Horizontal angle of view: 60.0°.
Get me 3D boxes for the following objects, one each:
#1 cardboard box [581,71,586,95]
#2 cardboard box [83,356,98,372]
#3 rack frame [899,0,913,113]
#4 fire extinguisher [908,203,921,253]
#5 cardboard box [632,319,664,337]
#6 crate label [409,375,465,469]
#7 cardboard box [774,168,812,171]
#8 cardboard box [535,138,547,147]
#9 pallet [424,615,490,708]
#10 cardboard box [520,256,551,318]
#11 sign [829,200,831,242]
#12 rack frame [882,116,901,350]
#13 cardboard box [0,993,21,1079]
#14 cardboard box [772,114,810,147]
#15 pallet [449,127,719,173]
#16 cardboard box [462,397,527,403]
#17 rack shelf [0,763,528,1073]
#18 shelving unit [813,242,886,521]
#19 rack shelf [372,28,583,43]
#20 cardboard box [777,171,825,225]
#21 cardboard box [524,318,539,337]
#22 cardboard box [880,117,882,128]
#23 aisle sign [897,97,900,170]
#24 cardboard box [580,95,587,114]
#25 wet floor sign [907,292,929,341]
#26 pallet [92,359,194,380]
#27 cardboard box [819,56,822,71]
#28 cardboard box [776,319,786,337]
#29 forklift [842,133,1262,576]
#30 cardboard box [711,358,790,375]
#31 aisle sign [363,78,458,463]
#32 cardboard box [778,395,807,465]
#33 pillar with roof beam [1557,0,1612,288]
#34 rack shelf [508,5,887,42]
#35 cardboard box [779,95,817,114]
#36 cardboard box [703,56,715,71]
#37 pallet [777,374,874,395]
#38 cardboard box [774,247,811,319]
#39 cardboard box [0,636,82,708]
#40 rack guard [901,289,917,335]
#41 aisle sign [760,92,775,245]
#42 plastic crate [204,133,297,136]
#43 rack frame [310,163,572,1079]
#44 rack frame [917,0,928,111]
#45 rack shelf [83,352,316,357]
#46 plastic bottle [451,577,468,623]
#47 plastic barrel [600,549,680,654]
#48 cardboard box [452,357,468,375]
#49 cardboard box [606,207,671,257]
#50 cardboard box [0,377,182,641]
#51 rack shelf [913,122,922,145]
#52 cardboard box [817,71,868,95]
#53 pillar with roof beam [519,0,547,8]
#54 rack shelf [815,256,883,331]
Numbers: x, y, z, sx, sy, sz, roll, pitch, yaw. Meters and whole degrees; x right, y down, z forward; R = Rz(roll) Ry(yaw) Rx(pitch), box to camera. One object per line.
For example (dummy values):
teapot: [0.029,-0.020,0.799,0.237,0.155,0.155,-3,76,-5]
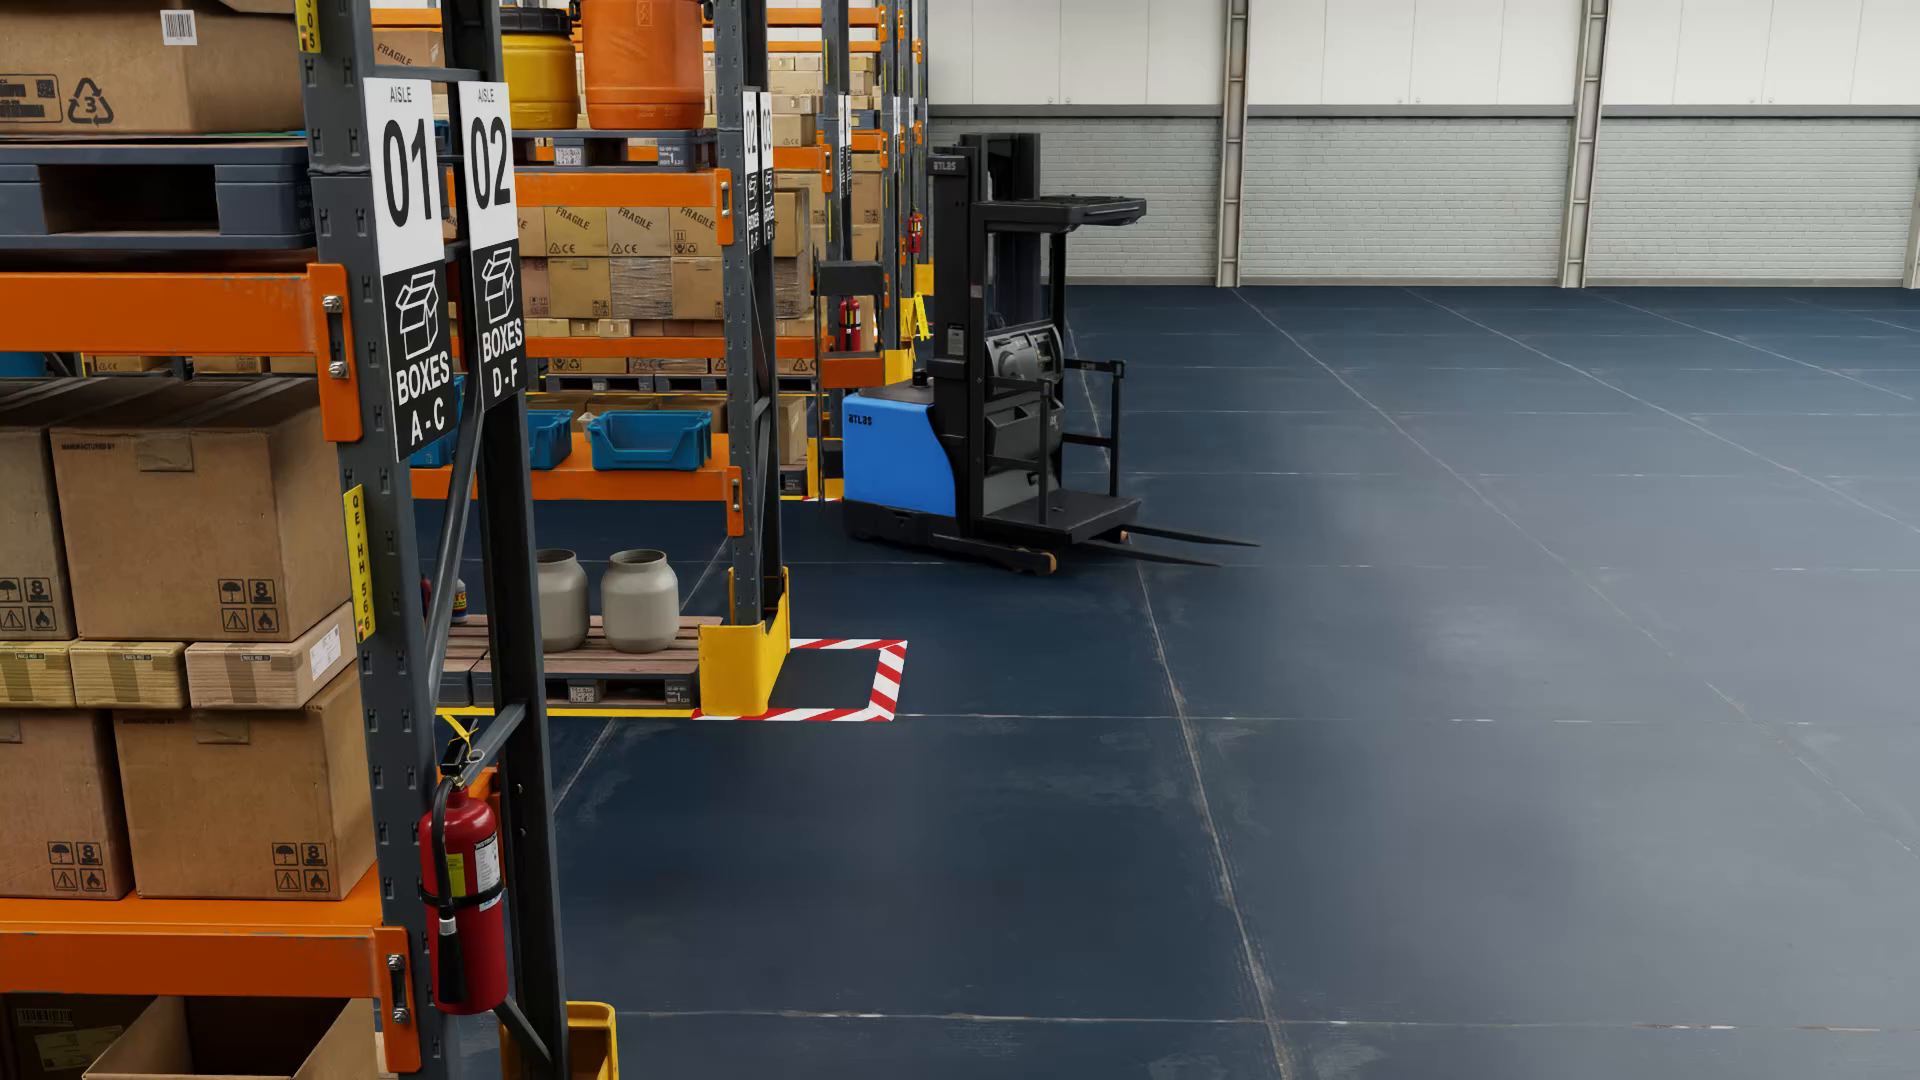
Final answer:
cardboard box: [-3.775,-4.926,17.942,0.500,0.250,0.500,0,15,1]
cardboard box: [-9.943,-2.193,18.847,0.500,0.500,0.500,1,15,4]
rack frame: [-0.737,-7.368,22.626,0.127,3.000,1.000,0,15,1]
fire extinguisher: [-0.634,-4.311,22.953,0.183,0.674,0.296,0,15,1]
cardboard box: [-2.530,-1.772,13.667,0.250,0.149,0.380,0,15,1]
crate label: [-2.963,-0.637,8.804,0.616,0.435,0.502,0,15,1]
cardboard box: [-2.271,-5.073,22.948,0.500,0.500,0.700,0,15,1]
cardboard box: [-3.520,-3.267,13.258,0.500,0.250,0.500,0,15,-1]
pallet: [-3.222,0.668,9.395,1.213,0.211,1.003,0,15,1]
cardboard box: [-3.539,-2.150,13.828,0.500,0.500,0.875,0,15,1]
sign: [-1.024,-2.511,13.088,0.005,0.325,0.100,0,15,1]
rack frame: [-0.762,-3.204,18.604,0.127,3.000,1.000,0,15,1]
cardboard box: [-2.777,1.287,4.677,0.500,0.500,0.500,0,15,1]
cardboard box: [-1.478,-3.256,13.215,0.500,0.250,0.500,1,15,3]
pallet: [-1.941,-2.066,8.781,1.213,0.211,1.003,0,15,1]
cardboard box: [-4.017,-0.946,14.121,0.500,0.500,0.500,5,16,19]
rack shelf: [-3.246,0.921,4.378,4.000,0.370,1.077,0,15,1]
shelving unit: [-0.848,-1.219,12.842,0.503,2.100,0.431,-2,15,-9]
rack shelf: [-6.735,-6.866,22.917,4.000,0.370,1.077,0,15,1]
cardboard box: [-1.684,-3.791,18.418,0.550,0.550,0.875,0,15,1]
cardboard box: [-3.531,-1.764,13.640,0.250,0.149,0.380,0,15,1]
cardboard box: [-1.101,-5.727,22.779,0.250,0.149,0.380,0,15,2]
aisle sign: [-0.684,-4.537,18.561,0.004,0.787,0.394,0,15,1]
cardboard box: [-2.849,-3.457,13.194,0.250,0.149,0.380,0,15,-1]
wet floor sign: [-0.574,-3.055,22.653,0.232,0.644,0.267,6,16,21]
pallet: [-9.541,-1.913,19.178,1.213,0.211,1.003,0,15,1]
cardboard box: [-1.357,-5.088,17.773,0.250,0.149,0.380,0,15,2]
cardboard box: [-1.530,-1.769,13.659,0.250,0.149,0.380,0,15,1]
forklift: [0.627,-1.322,11.605,3.031,2.935,1.130,10,18,33]
cardboard box: [-2.321,-2.373,18.794,0.875,0.875,0.875,0,15,1]
aisle sign: [-1.188,-0.595,3.620,0.004,0.787,0.394,0,15,1]
cardboard box: [-1.614,-0.943,14.109,0.500,0.500,0.500,3,15,12]
pillar with roof beam: [10.599,-7.692,23.855,0.400,9.000,9.100,0,15,1]
rack shelf: [-2.761,-5.577,18.031,4.000,0.370,1.077,0,15,1]
cardboard box: [-1.275,-3.433,13.103,0.250,0.149,0.380,0,15,1]
cardboard box: [-2.632,-5.095,17.804,0.250,0.149,0.380,0,15,2]
pallet: [-1.563,-1.841,18.904,1.213,0.211,1.003,0,15,1]
cardboard box: [-1.539,-2.143,13.802,0.500,0.500,0.875,0,15,1]
cardboard box: [-2.151,0.268,3.978,0.250,0.149,0.380,0,15,1]
rack guard: [-0.813,-3.259,23.712,0.348,0.500,1.175,0,15,1]
aisle sign: [-1.037,-2.008,8.975,0.004,0.787,0.394,0,15,1]
plastic crate: [-3.545,-1.971,8.466,0.450,0.188,0.336,0,15,1]
rack frame: [-1.247,0.586,4.237,0.127,3.000,1.000,0,15,1]
rack frame: [-0.614,-8.634,27.424,0.127,3.000,1.000,0,15,1]
rack shelf: [-6.988,-1.631,14.052,4.000,0.370,1.077,0,15,1]
plastic bottle: [-2.921,0.338,9.663,0.097,0.271,0.097,0,15,0]
plastic barrel: [-1.776,0.338,9.231,0.421,0.512,0.421,0,15,0]
cardboard box: [-5.384,-2.326,18.865,0.750,0.750,1.050,0,15,1]
cardboard box: [-2.546,-2.562,13.430,0.500,0.500,0.500,0,15,1]
cardboard box: [-2.292,-0.098,4.092,0.500,0.500,0.700,0,15,0]
rack shelf: [-2.613,-6.848,27.948,4.000,0.370,1.077,0,15,1]
cardboard box: [-1.259,-4.909,17.878,0.500,0.250,0.500,1,15,2]
pillar with roof beam: [-7.395,-7.809,24.299,0.400,9.000,9.100,0,15,1]
rack shelf: [-0.849,-1.884,12.670,0.480,0.518,0.431,-2,15,-9]
